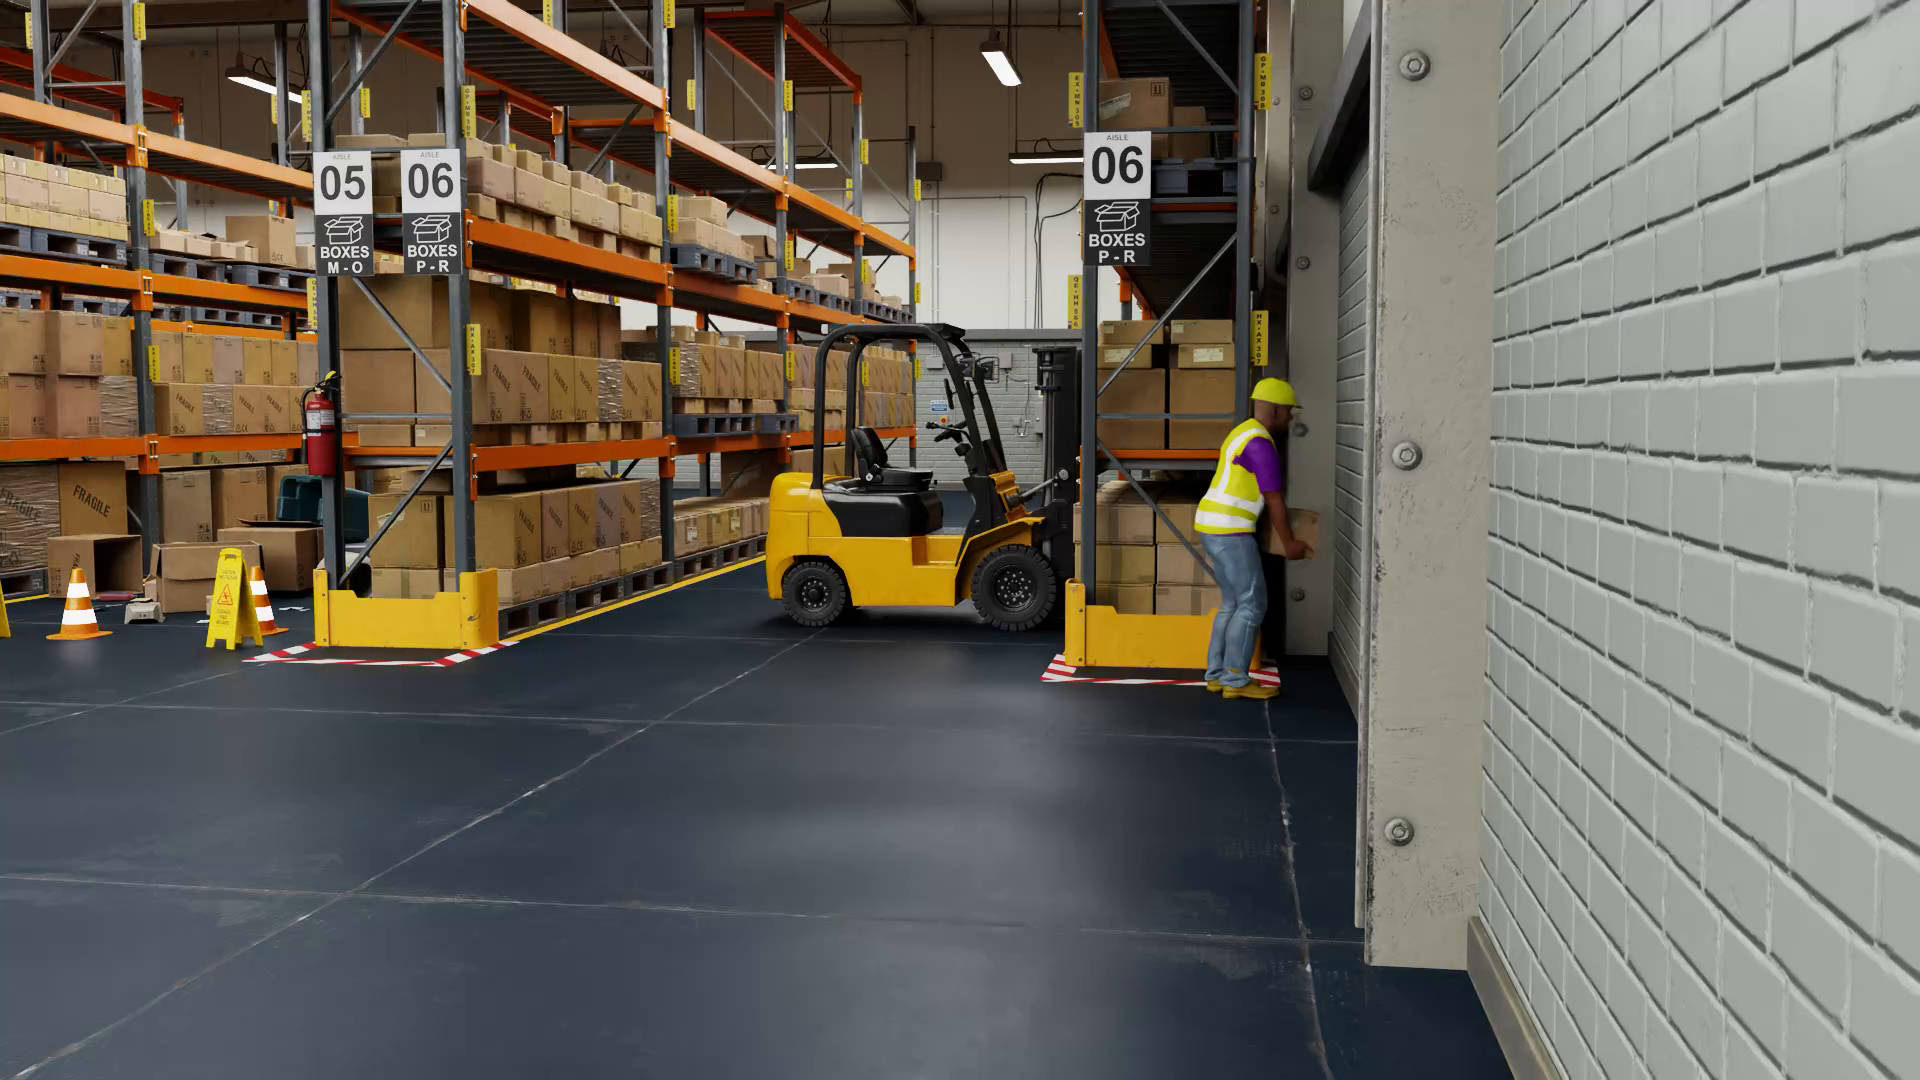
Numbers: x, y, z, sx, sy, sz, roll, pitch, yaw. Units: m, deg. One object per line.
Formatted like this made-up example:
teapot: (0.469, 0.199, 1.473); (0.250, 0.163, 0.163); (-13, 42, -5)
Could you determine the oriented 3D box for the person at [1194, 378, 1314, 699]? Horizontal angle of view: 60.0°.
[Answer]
person: (1.587, -0.017, 9.014); (0.618, 1.718, 0.499); (0, 4, -4)
